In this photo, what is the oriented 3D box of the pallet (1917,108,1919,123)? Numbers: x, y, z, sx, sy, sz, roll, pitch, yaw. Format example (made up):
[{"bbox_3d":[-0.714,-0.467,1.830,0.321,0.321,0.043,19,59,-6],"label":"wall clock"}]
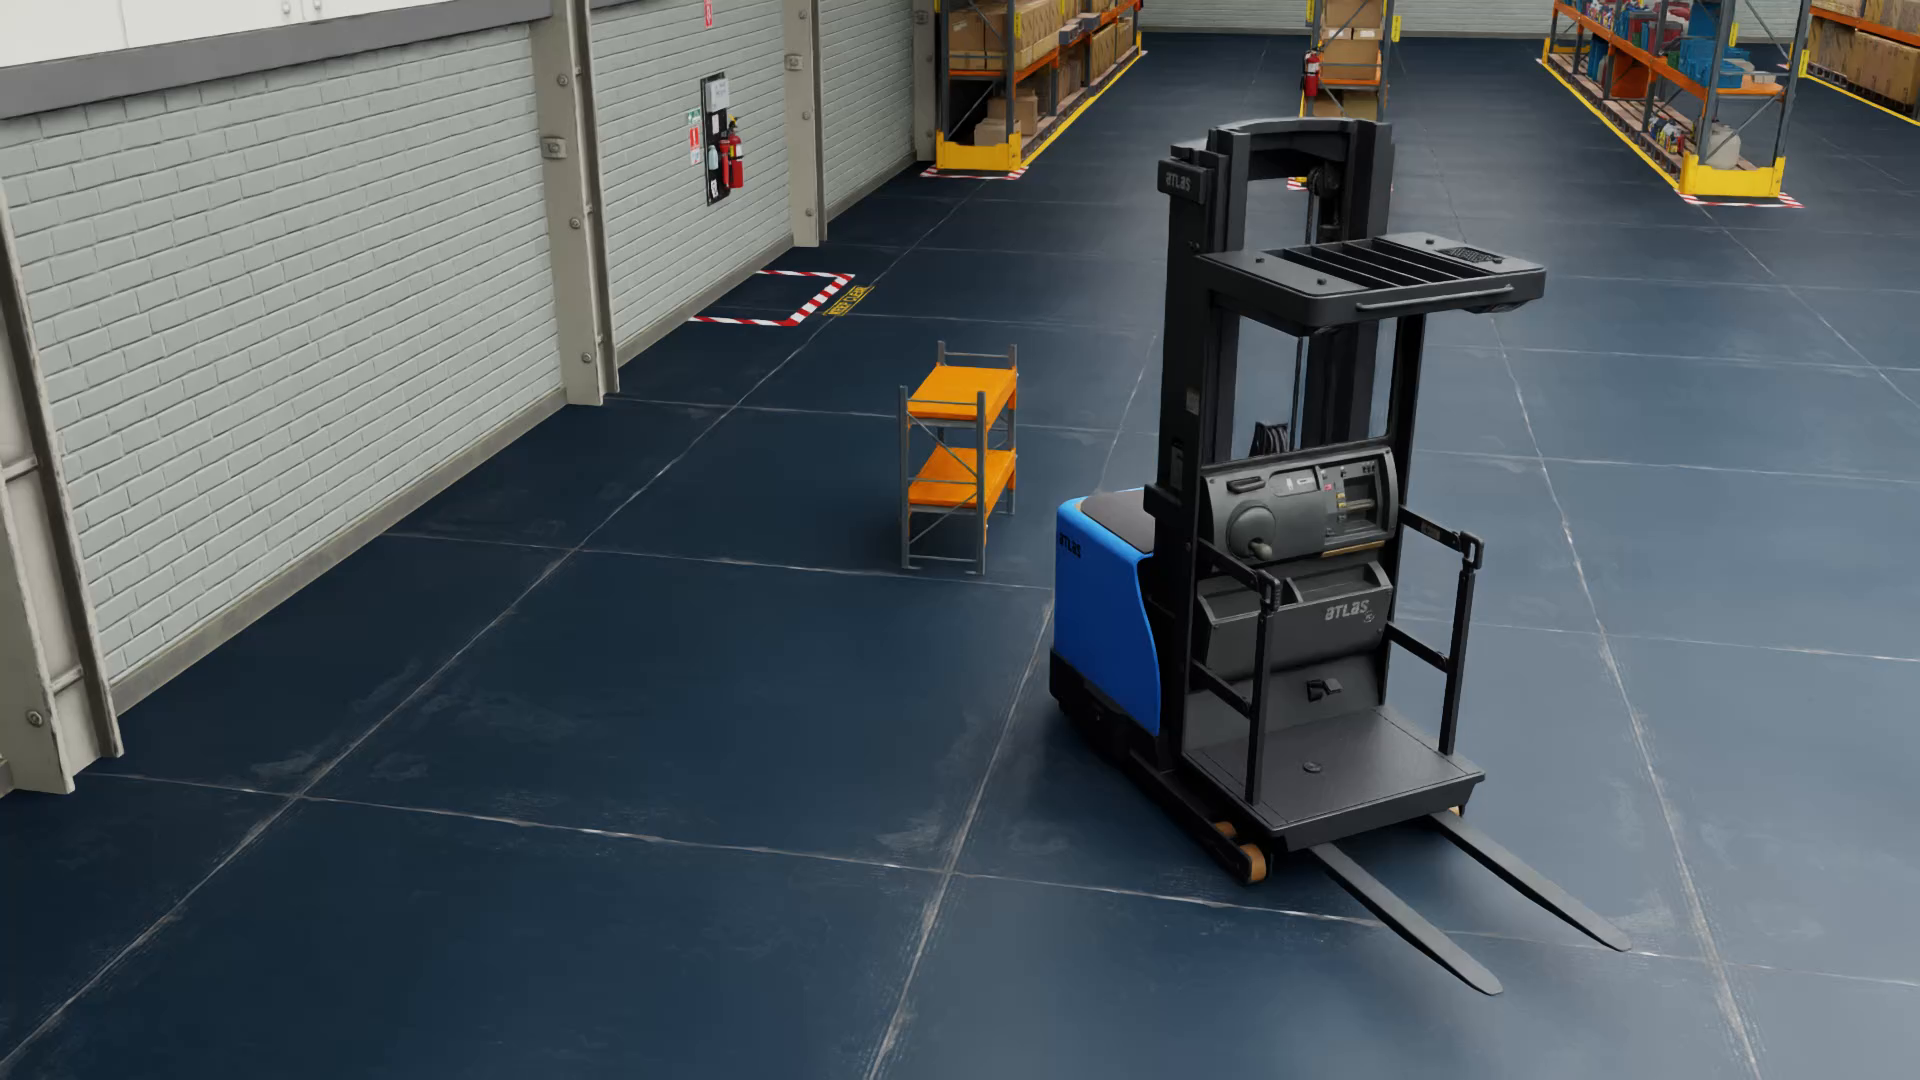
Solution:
[{"bbox_3d":[16.259,-6.802,26.960,1.003,0.211,1.213,4,22,11],"label":"pallet"}]

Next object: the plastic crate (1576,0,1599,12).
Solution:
[{"bbox_3d":[12.149,-10.439,32.199,0.392,0.384,0.575,4,22,11],"label":"plastic crate"}]

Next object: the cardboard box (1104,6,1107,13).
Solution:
[{"bbox_3d":[2.660,-10.354,32.355,0.380,0.149,0.250,4,22,11],"label":"cardboard box"}]

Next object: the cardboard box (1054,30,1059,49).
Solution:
[{"bbox_3d":[1.257,-7.794,25.866,0.500,0.250,0.500,5,22,11],"label":"cardboard box"}]

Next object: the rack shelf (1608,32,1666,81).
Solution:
[{"bbox_3d":[11.163,-7.694,26.404,1.077,0.370,4.000,4,22,11],"label":"rack shelf"}]

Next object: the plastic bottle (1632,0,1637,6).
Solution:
[{"bbox_3d":[12.520,-9.838,30.831,0.144,0.351,0.185,4,22,11],"label":"plastic bottle"}]

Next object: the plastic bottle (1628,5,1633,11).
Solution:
[{"bbox_3d":[12.320,-9.678,30.540,0.097,0.271,0.097,0,22,0],"label":"plastic bottle"}]

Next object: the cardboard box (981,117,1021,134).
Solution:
[{"bbox_3d":[0.586,-6.000,24.246,0.500,0.311,0.500,6,23,15],"label":"cardboard box"}]

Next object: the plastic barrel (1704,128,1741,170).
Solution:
[{"bbox_3d":[9.998,-5.120,21.820,0.421,0.512,0.421,0,22,0],"label":"plastic barrel"}]

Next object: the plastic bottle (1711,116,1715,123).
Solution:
[{"bbox_3d":[10.867,-5.943,24.053,0.144,0.351,0.185,3,22,8],"label":"plastic bottle"}]

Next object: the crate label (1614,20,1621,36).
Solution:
[{"bbox_3d":[11.118,-8.556,27.806,0.303,0.233,0.416,4,22,11],"label":"crate label"}]

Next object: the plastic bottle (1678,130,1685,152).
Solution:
[{"bbox_3d":[10.067,-5.564,23.201,0.061,0.283,0.133,4,22,11],"label":"plastic bottle"}]

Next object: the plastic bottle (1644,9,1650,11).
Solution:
[{"bbox_3d":[12.259,-9.342,29.700,0.152,0.276,0.135,4,22,11],"label":"plastic bottle"}]

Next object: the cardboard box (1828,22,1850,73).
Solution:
[{"bbox_3d":[17.633,-9.618,32.501,0.875,0.875,0.875,4,22,11],"label":"cardboard box"}]

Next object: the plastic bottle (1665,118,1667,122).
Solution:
[{"bbox_3d":[10.326,-6.029,24.354,0.061,0.283,0.133,4,22,11],"label":"plastic bottle"}]

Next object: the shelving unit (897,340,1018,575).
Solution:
[{"bbox_3d":[0.001,-0.524,10.150,0.538,1.125,1.048,4,22,11],"label":"shelving unit"}]

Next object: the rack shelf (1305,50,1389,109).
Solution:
[{"bbox_3d":[5.499,-6.610,23.713,1.077,0.370,4.000,4,22,11],"label":"rack shelf"}]

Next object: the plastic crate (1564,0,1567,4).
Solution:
[{"bbox_3d":[12.562,-11.088,34.013,0.416,0.233,0.300,4,22,11],"label":"plastic crate"}]

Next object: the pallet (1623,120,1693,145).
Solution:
[{"bbox_3d":[10.877,-6.292,25.695,1.003,0.211,1.213,4,22,11],"label":"pallet"}]

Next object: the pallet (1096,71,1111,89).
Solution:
[{"bbox_3d":[2.358,-8.948,32.288,1.003,0.211,1.213,4,22,11],"label":"pallet"}]

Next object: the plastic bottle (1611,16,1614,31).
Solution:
[{"bbox_3d":[11.236,-8.885,28.556,0.061,0.283,0.133,4,22,11],"label":"plastic bottle"}]

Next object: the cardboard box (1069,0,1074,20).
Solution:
[{"bbox_3d":[1.554,-9.134,28.296,0.700,0.500,0.500,4,22,11],"label":"cardboard box"}]

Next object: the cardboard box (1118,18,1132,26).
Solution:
[{"bbox_3d":[3.561,-11.358,36.455,0.380,0.149,0.250,5,22,12],"label":"cardboard box"}]

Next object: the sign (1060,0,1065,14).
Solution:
[{"bbox_3d":[1.589,-8.414,26.071,0.100,0.325,0.005,4,22,11],"label":"sign"}]

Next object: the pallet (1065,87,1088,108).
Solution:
[{"bbox_3d":[1.712,-7.935,29.773,1.003,0.211,1.213,4,22,11],"label":"pallet"}]

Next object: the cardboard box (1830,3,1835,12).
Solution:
[{"bbox_3d":[17.293,-10.427,32.565,0.380,0.149,0.250,5,22,12],"label":"cardboard box"}]

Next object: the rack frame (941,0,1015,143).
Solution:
[{"bbox_3d":[0.240,-6.588,22.697,1.000,3.000,0.127,4,22,11],"label":"rack frame"}]

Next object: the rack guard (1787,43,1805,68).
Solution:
[{"bbox_3d":[18.057,-10.156,34.902,1.175,0.500,0.348,4,22,11],"label":"rack guard"}]

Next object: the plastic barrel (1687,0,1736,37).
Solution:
[{"bbox_3d":[11.130,-7.647,24.654,0.600,0.901,0.708,4,22,11],"label":"plastic barrel"}]

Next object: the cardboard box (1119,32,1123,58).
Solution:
[{"bbox_3d":[3.048,-10.461,35.097,0.700,0.500,0.500,4,22,10],"label":"cardboard box"}]

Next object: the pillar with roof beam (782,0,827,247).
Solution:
[{"bbox_3d":[2.526,-7.170,16.112,9.100,9.000,0.400,4,22,11],"label":"pillar with roof beam"}]

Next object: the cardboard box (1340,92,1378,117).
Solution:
[{"bbox_3d":[5.607,-6.025,23.413,0.500,0.500,0.500,4,22,11],"label":"cardboard box"}]

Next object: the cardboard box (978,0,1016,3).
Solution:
[{"bbox_3d":[0.540,-7.812,24.905,0.500,0.500,0.500,5,22,12],"label":"cardboard box"}]

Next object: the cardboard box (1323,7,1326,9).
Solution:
[{"bbox_3d":[5.662,-7.939,25.047,0.380,0.149,0.250,4,22,11],"label":"cardboard box"}]

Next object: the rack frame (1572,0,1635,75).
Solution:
[{"bbox_3d":[12.387,-10.222,31.718,1.000,3.000,0.127,4,22,11],"label":"rack frame"}]

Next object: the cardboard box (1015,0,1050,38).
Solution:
[{"bbox_3d":[1.053,-7.776,24.816,0.500,0.500,0.500,4,22,9],"label":"cardboard box"}]

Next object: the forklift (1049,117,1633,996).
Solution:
[{"bbox_3d":[1.521,-0.128,6.748,1.130,2.935,3.031,-10,24,-23],"label":"forklift"}]

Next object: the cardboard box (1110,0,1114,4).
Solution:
[{"bbox_3d":[2.747,-10.795,32.584,0.500,0.500,0.500,5,22,11],"label":"cardboard box"}]

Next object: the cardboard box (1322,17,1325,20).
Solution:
[{"bbox_3d":[5.296,-7.281,23.414,0.380,0.149,0.250,4,22,10],"label":"cardboard box"}]

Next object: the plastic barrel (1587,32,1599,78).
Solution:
[{"bbox_3d":[12.260,-9.245,31.541,0.600,0.901,0.708,4,22,11],"label":"plastic barrel"}]

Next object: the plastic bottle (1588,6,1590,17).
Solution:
[{"bbox_3d":[11.842,-9.932,31.172,0.097,0.271,0.097,0,22,0],"label":"plastic bottle"}]

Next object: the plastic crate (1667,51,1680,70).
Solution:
[{"bbox_3d":[10.202,-6.723,23.314,0.450,0.188,0.662,4,22,11],"label":"plastic crate"}]

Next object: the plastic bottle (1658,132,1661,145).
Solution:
[{"bbox_3d":[10.065,-5.767,23.816,0.097,0.201,0.097,0,22,0],"label":"plastic bottle"}]

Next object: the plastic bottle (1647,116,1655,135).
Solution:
[{"bbox_3d":[10.261,-6.151,24.675,0.097,0.271,0.097,0,22,0],"label":"plastic bottle"}]

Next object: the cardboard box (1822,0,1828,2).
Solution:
[{"bbox_3d":[17.485,-10.846,33.072,0.500,0.250,0.500,4,22,9],"label":"cardboard box"}]

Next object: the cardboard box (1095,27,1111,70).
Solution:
[{"bbox_3d":[2.505,-9.601,32.494,0.750,0.750,0.750,5,23,13],"label":"cardboard box"}]

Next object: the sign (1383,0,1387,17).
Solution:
[{"bbox_3d":[6.450,-8.071,25.114,0.100,0.325,0.005,4,22,11],"label":"sign"}]

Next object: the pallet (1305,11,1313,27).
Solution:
[{"bbox_3d":[6.792,-9.302,29.692,1.213,0.211,1.003,4,22,11],"label":"pallet"}]

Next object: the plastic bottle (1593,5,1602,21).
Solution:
[{"bbox_3d":[11.731,-9.685,30.552,0.152,0.276,0.135,4,22,11],"label":"plastic bottle"}]

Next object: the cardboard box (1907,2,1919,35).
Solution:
[{"bbox_3d":[16.386,-8.809,28.077,0.500,0.500,0.500,4,22,10],"label":"cardboard box"}]

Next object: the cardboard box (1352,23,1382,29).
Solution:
[{"bbox_3d":[5.538,-6.966,22.633,0.380,0.149,0.250,4,22,10],"label":"cardboard box"}]
